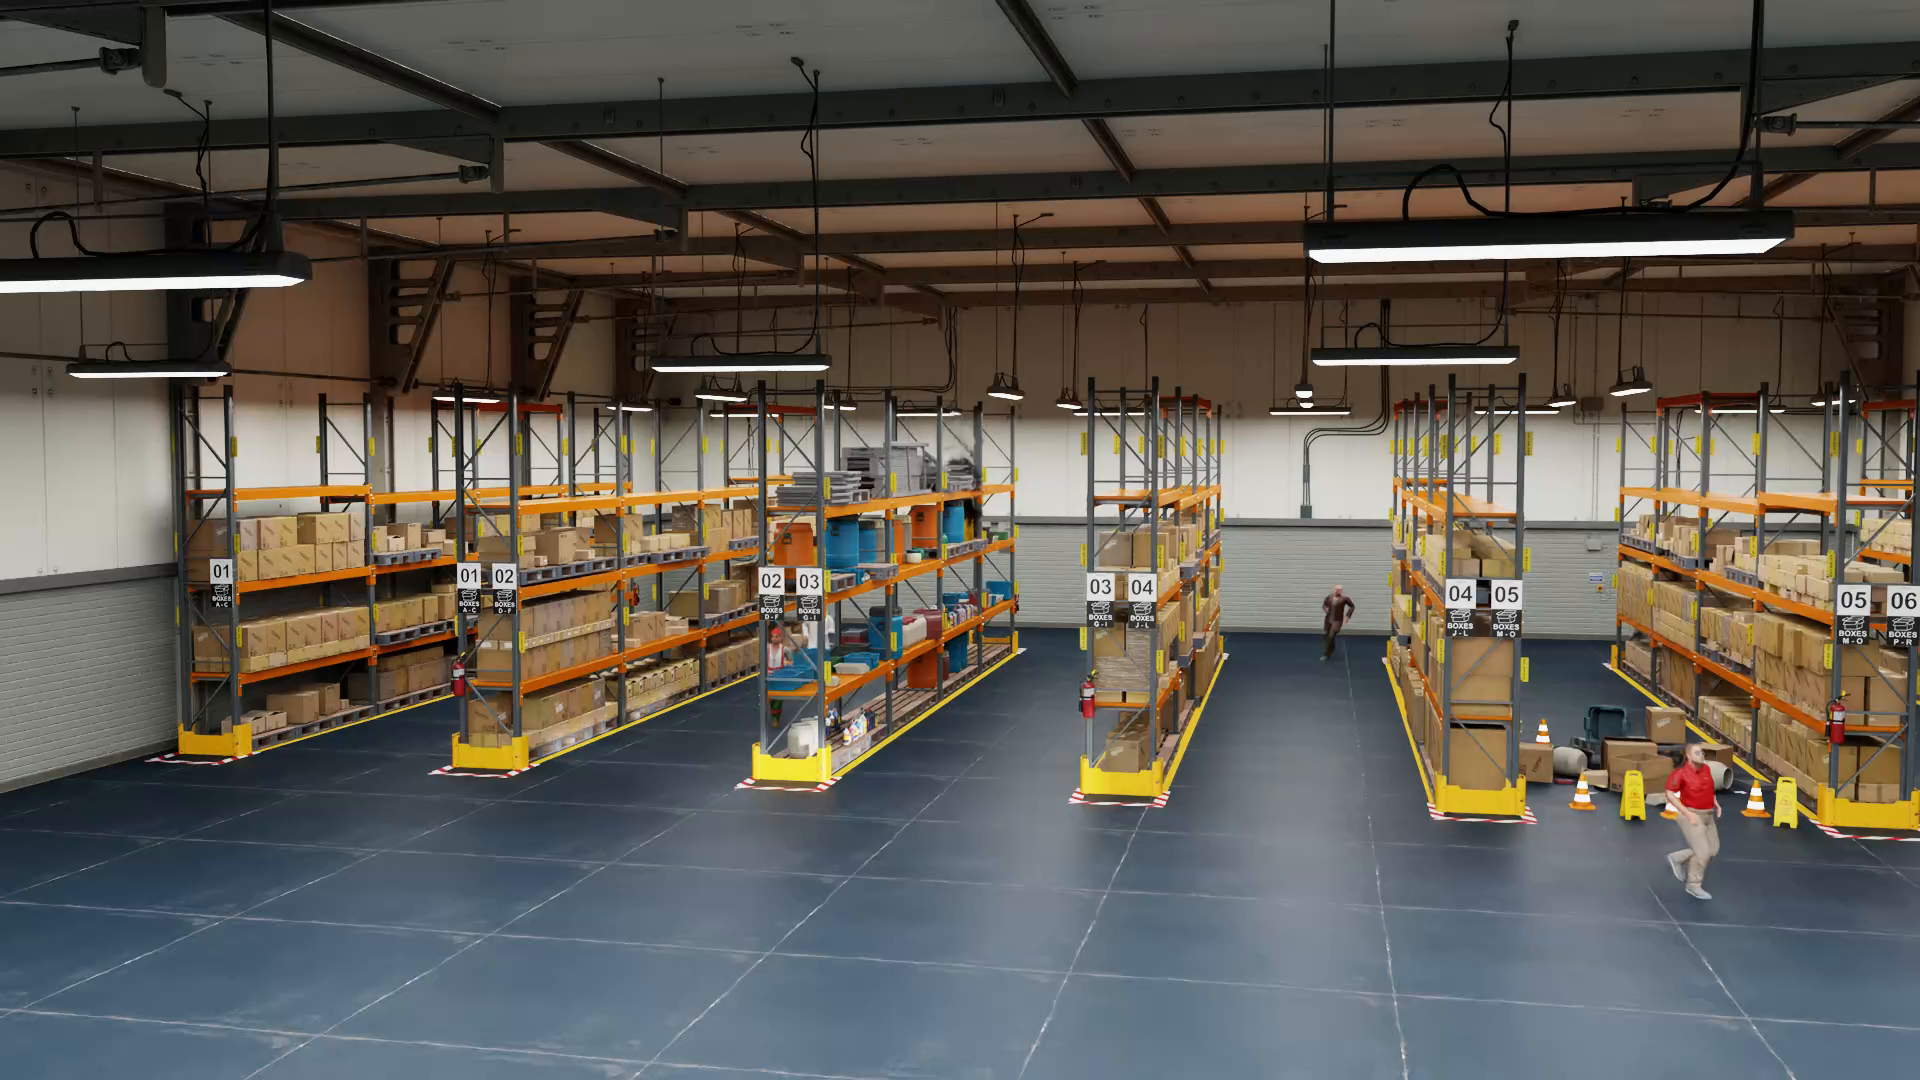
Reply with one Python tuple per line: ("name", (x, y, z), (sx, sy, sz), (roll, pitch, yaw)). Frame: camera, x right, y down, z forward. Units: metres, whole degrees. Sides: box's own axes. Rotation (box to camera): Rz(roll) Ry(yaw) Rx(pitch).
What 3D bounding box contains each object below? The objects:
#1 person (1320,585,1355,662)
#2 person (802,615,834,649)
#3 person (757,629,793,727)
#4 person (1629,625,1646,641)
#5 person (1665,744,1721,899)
("person", (8.773, 1.927, 38.839), (0.750, 1.777, 0.979), (3, 4, 42))
("person", (-2.940, 2.190, 34.496), (0.673, 1.800, 0.773), (0, 3, -4))
("person", (-3.301, 2.468, 29.856), (0.657, 1.743, 0.605), (0, 3, 1))
("person", (15.845, 2.008, 38.723), (0.728, 1.644, 0.680), (3, 4, 40))
("person", (8.208, 3.123, 18.647), (0.658, 1.705, 0.591), (-2, 4, -27))
